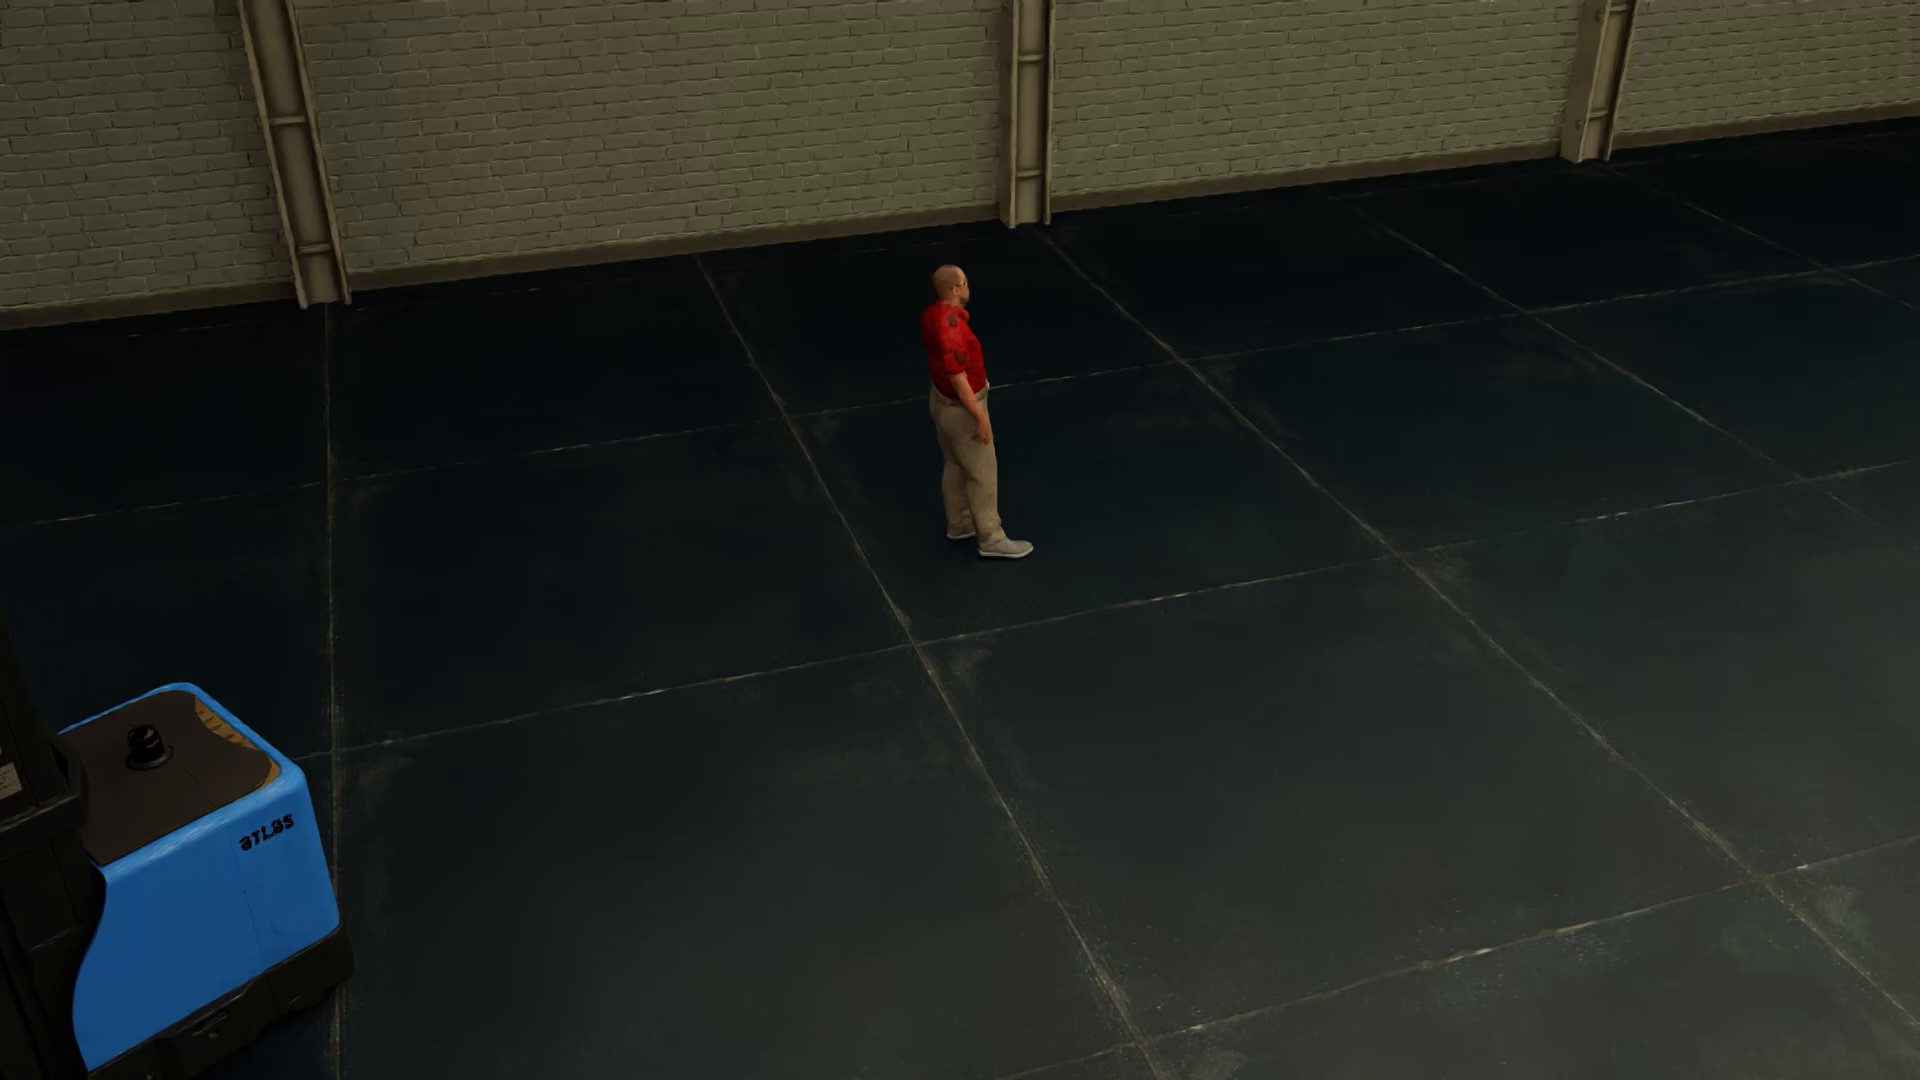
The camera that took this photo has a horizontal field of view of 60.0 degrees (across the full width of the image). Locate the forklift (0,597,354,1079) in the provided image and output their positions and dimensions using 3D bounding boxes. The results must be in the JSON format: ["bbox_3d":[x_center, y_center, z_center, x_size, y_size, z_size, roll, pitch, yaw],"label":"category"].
[{"bbox_3d":[-3.849,0.932,5.467,1.130,2.935,3.031,24,38,35],"label":"forklift"}]

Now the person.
[{"bbox_3d":[0.089,-0.764,9.606,0.550,1.726,0.640,-10,31,-16],"label":"person"}]
